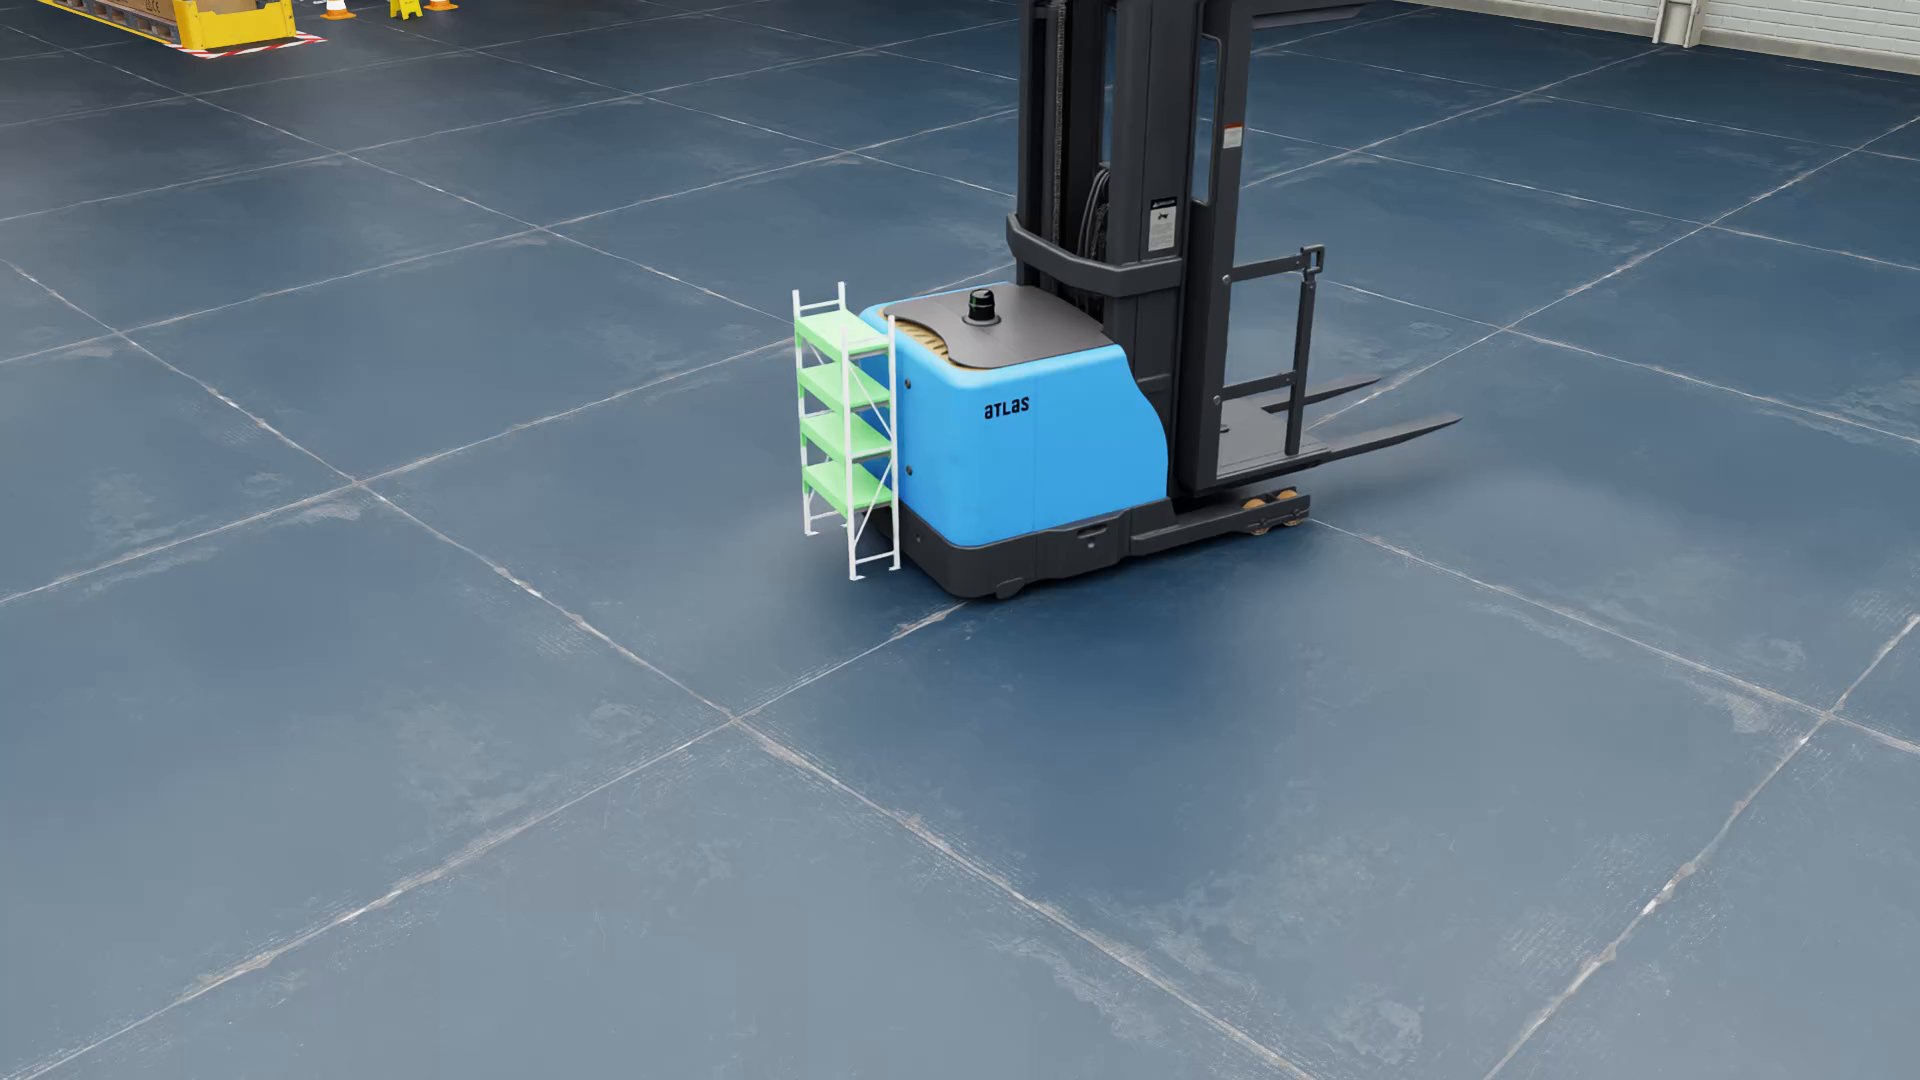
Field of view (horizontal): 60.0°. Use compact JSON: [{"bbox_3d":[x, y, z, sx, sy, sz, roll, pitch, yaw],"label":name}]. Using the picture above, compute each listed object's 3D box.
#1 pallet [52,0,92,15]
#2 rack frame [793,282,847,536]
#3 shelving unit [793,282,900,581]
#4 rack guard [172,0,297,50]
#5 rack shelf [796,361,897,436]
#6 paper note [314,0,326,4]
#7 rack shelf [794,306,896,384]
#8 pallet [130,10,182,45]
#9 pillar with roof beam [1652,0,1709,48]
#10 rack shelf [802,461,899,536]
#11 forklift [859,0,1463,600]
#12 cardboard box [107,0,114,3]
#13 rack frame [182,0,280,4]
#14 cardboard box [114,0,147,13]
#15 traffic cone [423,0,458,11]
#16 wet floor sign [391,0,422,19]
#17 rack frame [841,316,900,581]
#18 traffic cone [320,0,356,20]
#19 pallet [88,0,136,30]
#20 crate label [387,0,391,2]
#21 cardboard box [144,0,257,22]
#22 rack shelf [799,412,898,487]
[{"bbox_3d":[-10.201,-6.557,19.994,1.213,0.211,1.003,25,36,38],"label":"pallet"},{"bbox_3d":[-0.617,-0.577,7.558,0.240,1.200,0.015,-14,31,-25],"label":"rack frame"},{"bbox_3d":[-0.499,-0.478,7.369,0.258,1.200,0.503,-14,31,-25],"label":"shelving unit"},{"bbox_3d":[-7.819,-5.646,17.951,0.348,0.500,1.175,25,36,38],"label":"rack guard"},{"bbox_3d":[-0.500,-0.634,7.287,0.258,0.148,0.480,-14,31,-25],"label":"rack shelf"},{"bbox_3d":[-7.734,-6.507,20.094,0.144,0.017,0.142,-13,30,-22],"label":"paper note"},{"bbox_3d":[-0.500,-0.846,7.175,0.258,0.148,0.480,-14,31,-25],"label":"rack shelf"},{"bbox_3d":[-8.461,-5.761,18.480,1.213,0.211,1.003,25,36,38],"label":"pallet"},{"bbox_3d":[4.713,-7.922,13.147,0.400,9.000,9.100,25,36,38],"label":"pillar with roof beam"},{"bbox_3d":[-0.499,-0.209,7.511,0.258,0.148,0.480,-14,31,-25],"label":"rack shelf"},{"bbox_3d":[1.073,-1.520,7.492,3.031,2.935,1.130,-14,31,-25],"label":"forklift"},{"bbox_3d":[-9.644,-6.790,19.271,0.875,0.875,0.875,25,37,39],"label":"cardboard box"},{"bbox_3d":[-7.836,-6.760,17.384,0.127,3.000,1.000,25,36,38],"label":"rack frame"},{"bbox_3d":[-8.995,-6.492,18.704,0.875,0.875,0.875,24,36,38],"label":"cardboard box"},{"bbox_3d":[-6.185,-6.546,19.702,0.334,0.463,0.336,25,36,38],"label":"traffic cone"},{"bbox_3d":[-6.427,-6.366,19.164,0.232,0.644,0.267,18,33,30],"label":"wet floor sign"},{"bbox_3d":[-0.382,-0.378,7.179,0.240,1.200,0.015,-14,31,-25],"label":"rack frame"},{"bbox_3d":[-7.219,-6.282,19.200,0.334,0.463,0.336,25,36,38],"label":"traffic cone"},{"bbox_3d":[-9.327,-6.159,19.237,1.213,0.211,1.003,25,36,38],"label":"pallet"},{"bbox_3d":[-6.789,-6.638,20.227,0.298,0.136,0.250,7,29,13],"label":"crate label"},{"bbox_3d":[-8.366,-6.205,18.160,0.875,0.875,0.875,25,37,39],"label":"cardboard box"},{"bbox_3d":[-0.499,-0.421,7.399,0.258,0.148,0.480,-14,31,-25],"label":"rack shelf"}]
